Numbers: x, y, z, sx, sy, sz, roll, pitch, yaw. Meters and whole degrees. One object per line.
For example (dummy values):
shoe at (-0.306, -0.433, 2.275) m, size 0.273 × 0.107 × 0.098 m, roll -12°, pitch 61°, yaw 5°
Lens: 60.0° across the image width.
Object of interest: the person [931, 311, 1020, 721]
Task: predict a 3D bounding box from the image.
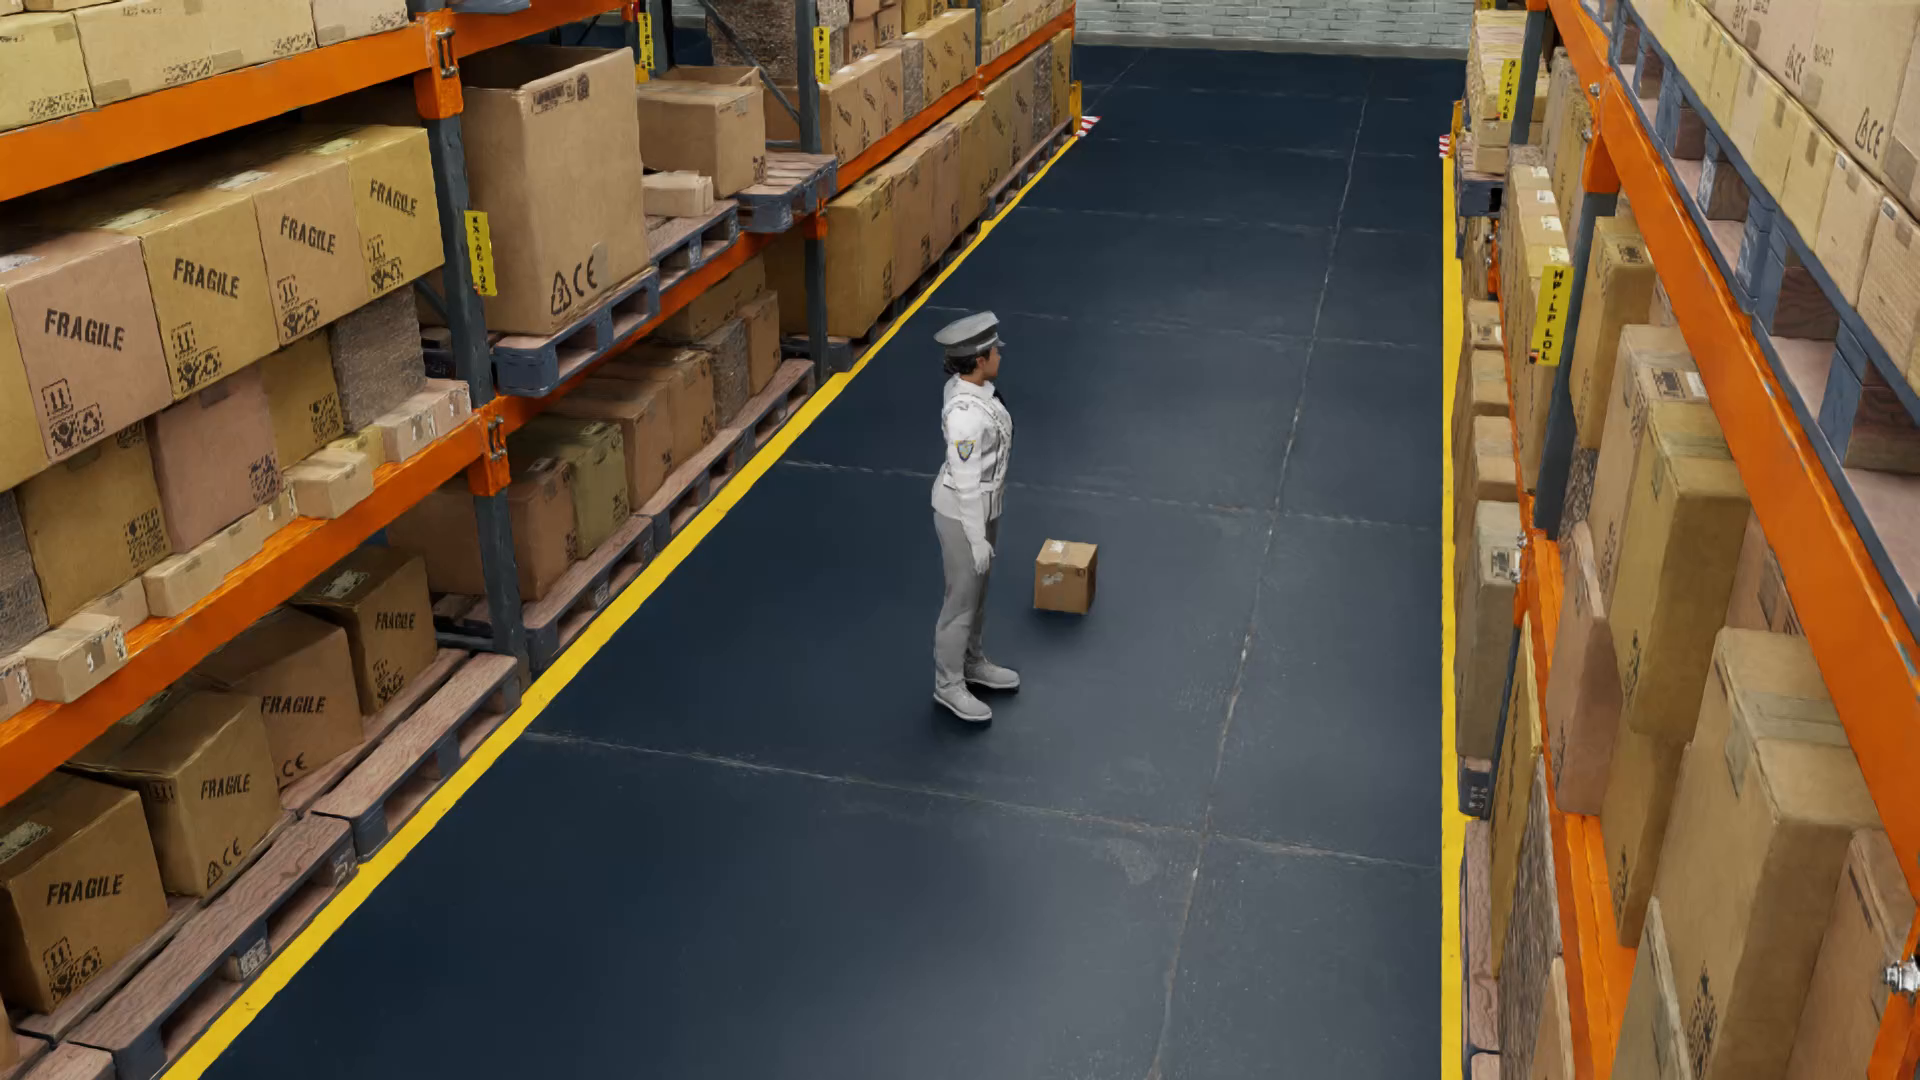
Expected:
person at (0.067, -0.100, 6.743) m, size 0.372 × 1.694 × 0.528 m, roll 2°, pitch 26°, yaw 4°
